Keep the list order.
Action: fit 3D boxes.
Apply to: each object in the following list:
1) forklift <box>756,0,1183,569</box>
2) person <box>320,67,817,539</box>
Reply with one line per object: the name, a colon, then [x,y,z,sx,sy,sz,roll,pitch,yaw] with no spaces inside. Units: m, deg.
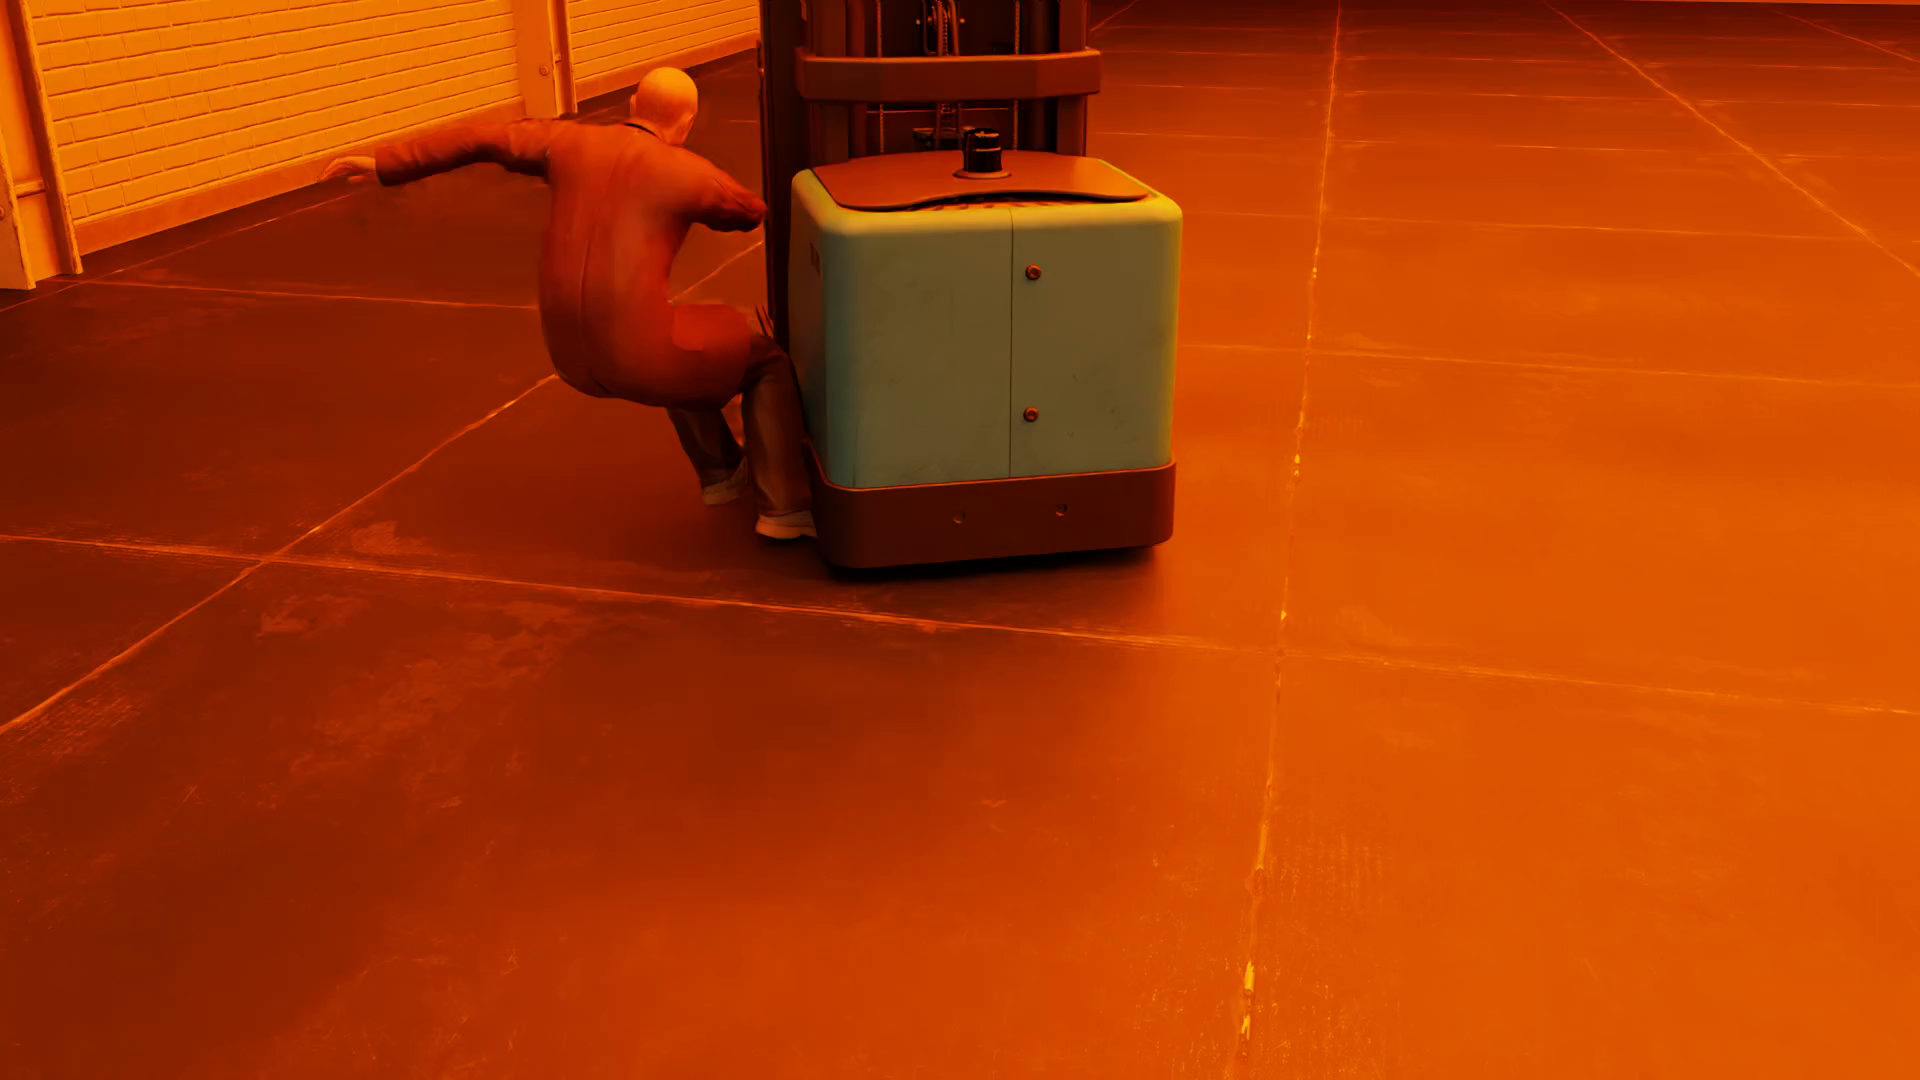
forklift: [-0.161,-1.801,5.683,1.130,2.935,3.031,-4,23,-11]
person: [-1.041,-0.687,5.030,1.357,1.435,0.887,8,24,19]
